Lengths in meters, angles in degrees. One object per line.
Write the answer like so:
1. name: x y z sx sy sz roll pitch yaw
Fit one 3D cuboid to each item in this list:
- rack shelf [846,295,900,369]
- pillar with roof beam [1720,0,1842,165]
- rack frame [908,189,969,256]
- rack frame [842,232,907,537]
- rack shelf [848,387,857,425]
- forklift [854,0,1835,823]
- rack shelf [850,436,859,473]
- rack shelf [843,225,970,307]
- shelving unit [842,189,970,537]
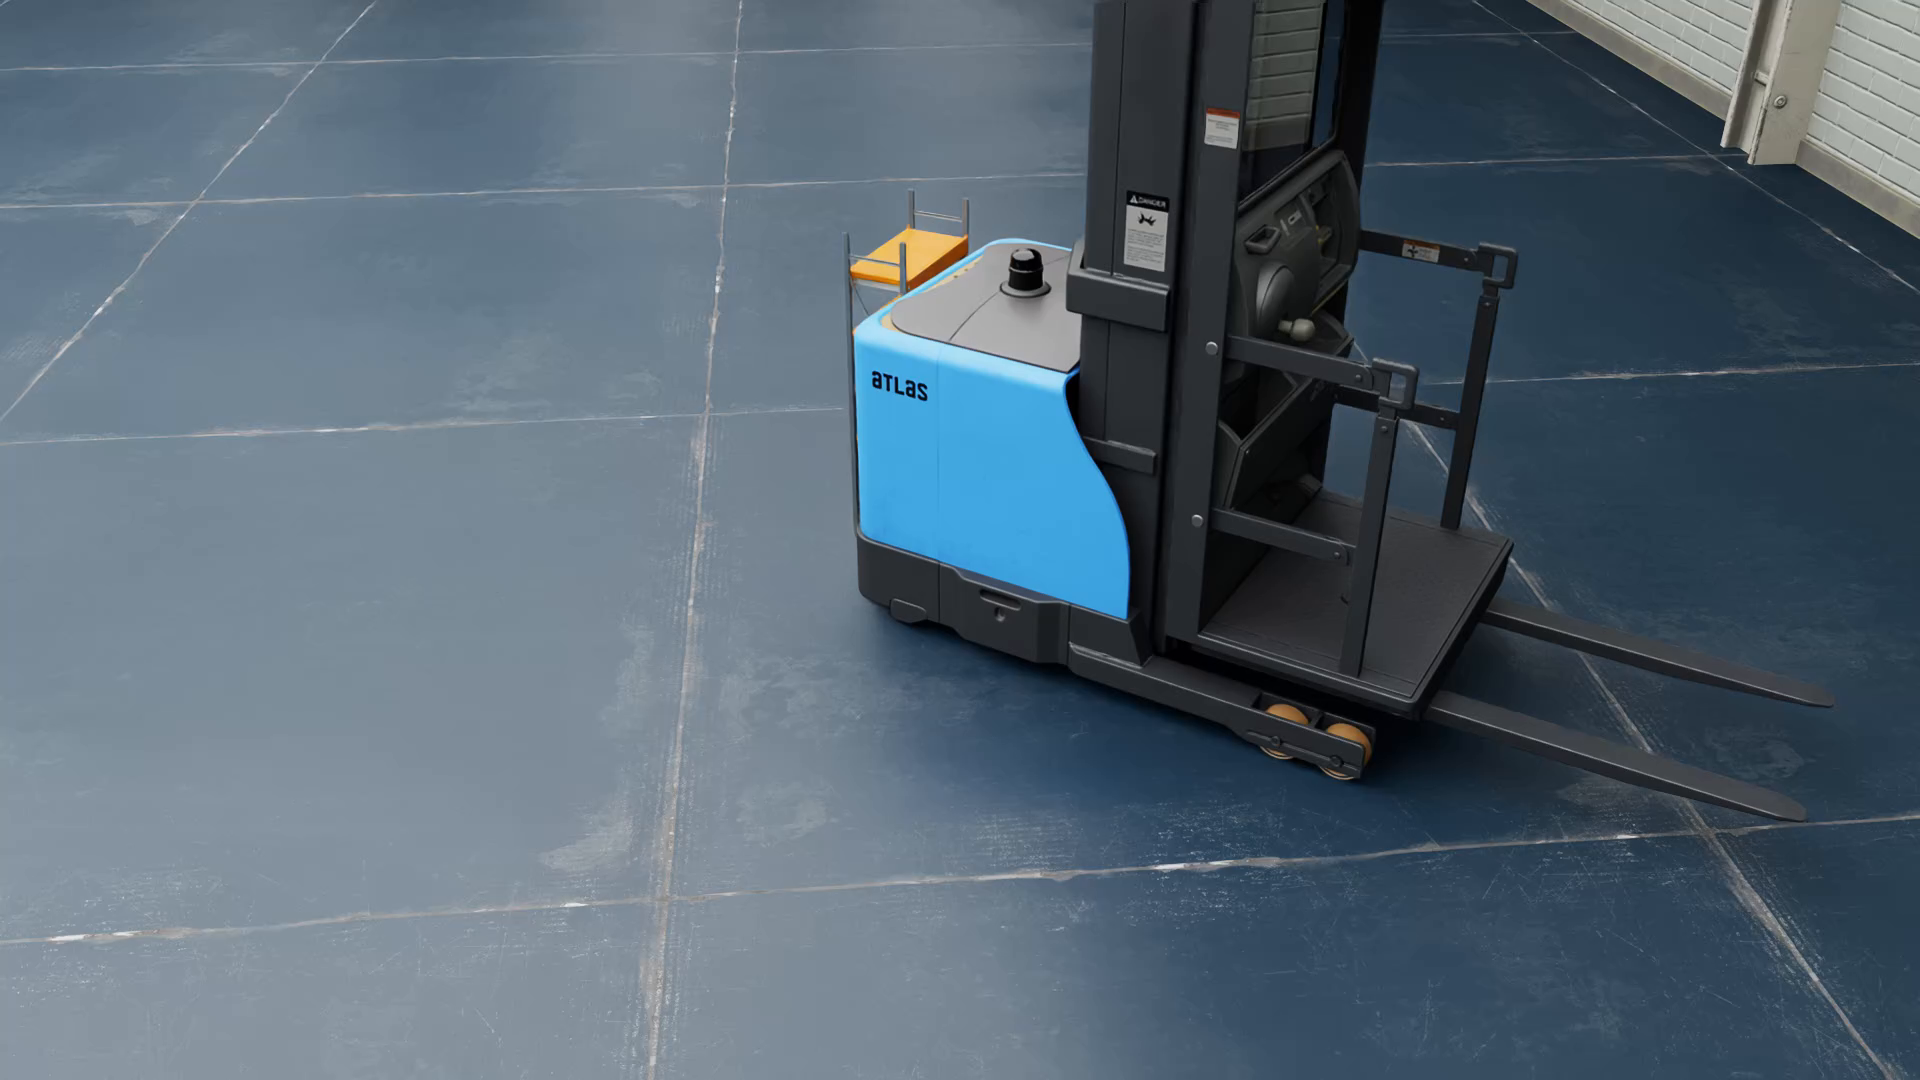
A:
1. rack shelf: -0.184 -0.754 6.038 0.258 0.148 0.480 14 34 22
2. pillar with roof beam: 0.630 -6.032 7.574 9.100 9.000 0.400 -3 31 -5
3. rack frame: -0.078 -0.733 6.307 0.240 1.200 0.015 14 34 22
4. rack frame: -0.291 -0.507 5.929 0.240 1.200 0.015 14 34 22
5. rack shelf: -0.184 -0.562 6.152 0.258 0.148 0.480 14 34 22
6. forklift: 1.174 -0.845 4.806 3.031 2.935 1.130 17 35 26
7. rack shelf: -0.184 -0.392 6.254 0.258 0.148 0.480 14 34 22
8. rack shelf: -0.184 -0.957 5.916 0.258 0.148 0.480 14 34 22
9. shelving unit: -0.184 -0.620 6.118 0.258 1.200 0.503 14 34 22
